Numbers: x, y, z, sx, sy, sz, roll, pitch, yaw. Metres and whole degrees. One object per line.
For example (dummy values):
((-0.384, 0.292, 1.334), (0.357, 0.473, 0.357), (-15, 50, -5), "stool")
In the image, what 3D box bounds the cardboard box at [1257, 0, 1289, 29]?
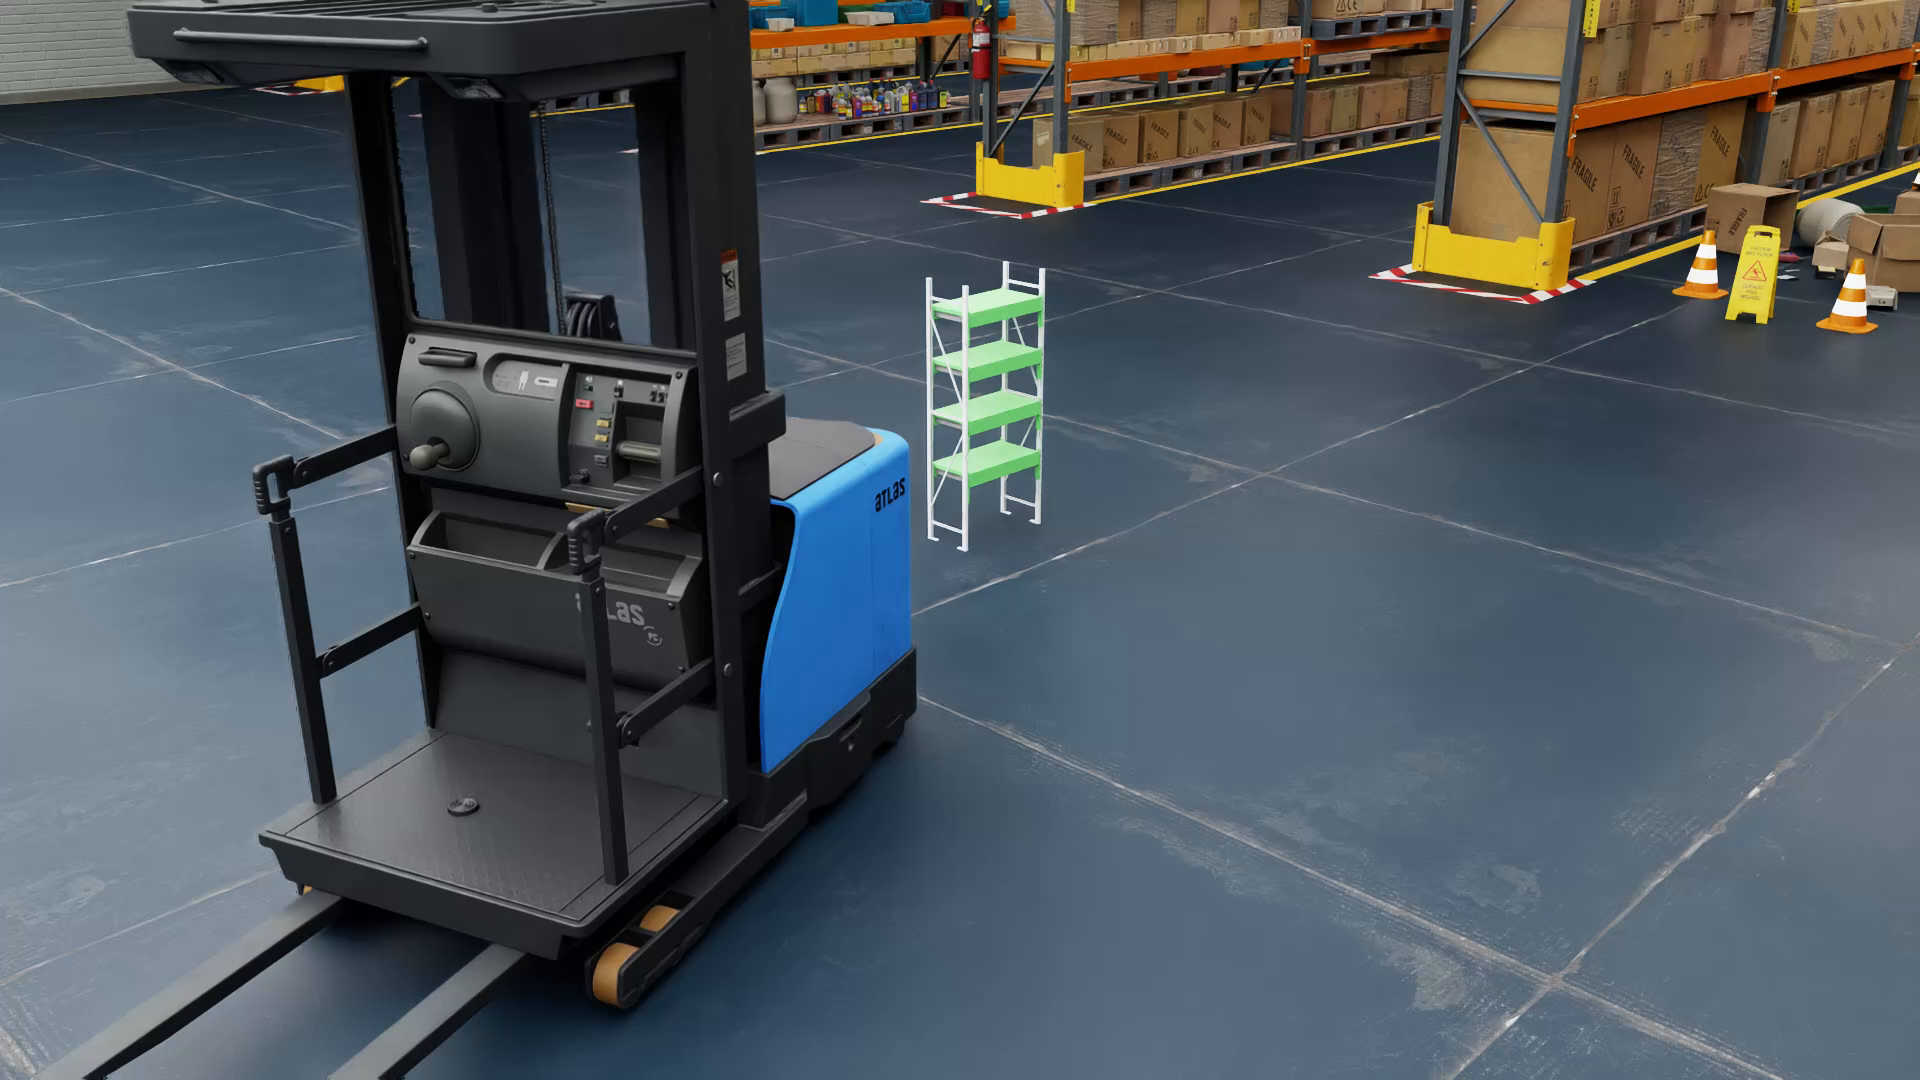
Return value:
((3.051, -5.828, 18.004), (0.875, 0.500, 0.500), (19, 28, 41), "cardboard box")

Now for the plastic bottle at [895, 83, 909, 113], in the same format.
((-0.741, -5.582, 20.995), (0.144, 0.351, 0.185), (19, 28, 40), "plastic bottle")

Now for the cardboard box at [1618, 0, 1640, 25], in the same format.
((4.707, -4.272, 12.793), (0.875, 0.550, 0.550), (19, 28, 41), "cardboard box")

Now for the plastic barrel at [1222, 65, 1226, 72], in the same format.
((4.098, -7.634, 26.136), (0.421, 0.512, 0.421), (0, 21, 0), "plastic barrel")

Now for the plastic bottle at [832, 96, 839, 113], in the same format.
((-1.568, -5.503, 20.997), (0.097, 0.201, 0.097), (0, 21, 0), "plastic bottle")

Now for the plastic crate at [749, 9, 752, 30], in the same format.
((-2.795, -6.089, 19.442), (0.499, 0.251, 0.616), (19, 28, 41), "plastic crate")

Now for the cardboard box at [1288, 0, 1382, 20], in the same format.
((4.064, -6.388, 18.593), (1.000, 1.000, 1.000), (19, 28, 41), "cardboard box")

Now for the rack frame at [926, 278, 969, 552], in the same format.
((-0.055, -0.540, 7.307), (0.240, 1.200, 0.015), (19, 28, 41), "rack frame")

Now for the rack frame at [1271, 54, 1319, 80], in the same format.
((5.442, -9.039, 26.911), (1.000, 3.000, 0.127), (19, 28, 41), "rack frame")

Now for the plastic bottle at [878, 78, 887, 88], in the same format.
((-0.999, -5.848, 21.688), (0.185, 0.351, 0.144), (-19, 28, -41), "plastic bottle")

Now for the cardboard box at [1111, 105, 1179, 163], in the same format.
((1.910, -4.219, 17.269), (0.500, 0.500, 0.500), (-17, 27, -37), "cardboard box")

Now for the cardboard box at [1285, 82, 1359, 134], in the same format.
((4.200, -5.052, 19.409), (0.700, 0.500, 0.500), (19, 28, 40), "cardboard box")

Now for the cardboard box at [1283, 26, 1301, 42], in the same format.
((3.470, -5.497, 18.046), (0.380, 0.149, 0.250), (19, 28, 41), "cardboard box")

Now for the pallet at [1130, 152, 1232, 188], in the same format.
((2.115, -3.945, 17.544), (1.003, 0.211, 1.213), (19, 28, 41), "pallet")

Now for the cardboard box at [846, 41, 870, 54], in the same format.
((-1.796, -7.965, 26.583), (0.500, 0.311, 0.500), (19, 28, 40), "cardboard box")

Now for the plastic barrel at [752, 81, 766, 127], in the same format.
((-2.525, -5.178, 19.747), (0.421, 0.512, 0.421), (0, 21, 0), "plastic barrel")

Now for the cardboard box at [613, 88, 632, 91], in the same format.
((-4.895, -6.575, 23.748), (0.500, 0.250, 0.500), (19, 28, 41), "cardboard box")

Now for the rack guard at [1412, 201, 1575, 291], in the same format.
((4.086, -2.275, 12.796), (1.175, 0.500, 0.348), (19, 28, 41), "rack guard")

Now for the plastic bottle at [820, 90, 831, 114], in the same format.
((-1.690, -5.505, 20.890), (0.061, 0.283, 0.133), (19, 28, 41), "plastic bottle")

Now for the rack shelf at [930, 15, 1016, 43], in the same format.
((1.256, -7.161, 23.028), (1.077, 0.370, 4.000), (19, 28, 41), "rack shelf")

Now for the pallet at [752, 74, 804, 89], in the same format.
((-3.199, -7.121, 25.807), (1.003, 0.211, 1.213), (19, 28, 41), "pallet")

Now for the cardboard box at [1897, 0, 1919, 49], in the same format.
((9.562, -5.368, 17.219), (0.500, 0.500, 0.500), (19, 28, 41), "cardboard box")

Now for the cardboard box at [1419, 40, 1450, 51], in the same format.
((6.696, -6.148, 21.765), (1.225, 0.875, 0.875), (18, 27, 38), "cardboard box")

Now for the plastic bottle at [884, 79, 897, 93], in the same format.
((-0.896, -5.812, 21.594), (0.144, 0.351, 0.185), (19, 28, 41), "plastic bottle")

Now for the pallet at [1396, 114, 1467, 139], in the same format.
((5.654, -5.269, 20.989), (1.003, 0.211, 1.213), (19, 28, 41), "pallet")

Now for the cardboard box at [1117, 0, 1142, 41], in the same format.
((1.285, -5.194, 16.352), (0.875, 0.500, 0.500), (19, 28, 41), "cardboard box")

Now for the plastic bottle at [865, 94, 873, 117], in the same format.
((-1.132, -5.388, 20.602), (0.097, 0.271, 0.097), (0, 21, 0), "plastic bottle")

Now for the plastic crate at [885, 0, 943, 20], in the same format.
((-0.595, -6.851, 21.305), (0.767, 0.338, 0.504), (19, 28, 41), "plastic crate")

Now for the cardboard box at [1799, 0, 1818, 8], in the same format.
((7.592, -5.251, 15.522), (0.700, 0.500, 0.500), (19, 28, 40), "cardboard box")

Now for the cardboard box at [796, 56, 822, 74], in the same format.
((-2.510, -7.443, 26.004), (0.500, 0.250, 0.500), (18, 28, 39), "cardboard box")

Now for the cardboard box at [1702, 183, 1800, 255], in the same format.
((6.545, -2.654, 13.780), (0.500, 0.500, 0.500), (-14, 25, -33), "cardboard box")

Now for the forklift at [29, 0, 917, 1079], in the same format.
((-1.224, -0.315, 4.309), (1.130, 2.935, 3.031), (9, 23, 23), "forklift")

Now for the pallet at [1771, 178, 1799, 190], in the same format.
((7.377, -3.391, 16.104), (1.003, 0.211, 1.213), (19, 28, 41), "pallet")

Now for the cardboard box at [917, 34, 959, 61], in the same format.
((-0.373, -8.336, 27.952), (0.500, 0.500, 0.500), (-19, 28, -40), "cardboard box")

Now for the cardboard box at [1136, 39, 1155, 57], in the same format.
((1.701, -4.863, 16.396), (0.380, 0.149, 0.250), (19, 28, 41), "cardboard box")

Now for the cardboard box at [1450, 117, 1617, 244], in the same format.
((4.528, -2.843, 13.166), (0.875, 0.875, 0.875), (19, 28, 41), "cardboard box")

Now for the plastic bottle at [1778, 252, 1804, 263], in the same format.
((6.657, -2.285, 13.435), (0.283, 0.061, 0.133), (9, 23, 23), "plastic bottle")

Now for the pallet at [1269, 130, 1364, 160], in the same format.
((3.952, -4.642, 19.358), (1.003, 0.211, 1.213), (19, 28, 41), "pallet")

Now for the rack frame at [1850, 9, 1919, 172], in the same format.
((9.683, -5.504, 17.714), (1.000, 3.000, 0.127), (19, 28, 41), "rack frame")

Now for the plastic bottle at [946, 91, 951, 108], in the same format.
((-0.169, -5.711, 21.538), (0.097, 0.201, 0.097), (0, 21, 0), "plastic bottle")

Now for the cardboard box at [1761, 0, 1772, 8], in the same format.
((6.611, -4.964, 14.593), (0.875, 0.550, 0.550), (19, 28, 41), "cardboard box")

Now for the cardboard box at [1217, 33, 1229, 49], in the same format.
((2.563, -5.188, 17.242), (0.380, 0.149, 0.250), (19, 28, 41), "cardboard box")

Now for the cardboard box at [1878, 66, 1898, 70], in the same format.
((10.317, -5.257, 18.925), (0.500, 0.250, 0.500), (-20, 28, -41), "cardboard box")

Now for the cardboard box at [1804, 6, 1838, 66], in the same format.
((7.804, -4.720, 15.535), (0.500, 0.500, 0.500), (20, 28, 41), "cardboard box")

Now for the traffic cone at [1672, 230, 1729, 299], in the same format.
((5.490, -2.045, 12.249), (0.336, 0.463, 0.334), (19, 28, 41), "traffic cone")

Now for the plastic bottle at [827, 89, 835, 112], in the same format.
((-1.670, -5.564, 21.053), (0.152, 0.276, 0.135), (18, 28, 39), "plastic bottle")

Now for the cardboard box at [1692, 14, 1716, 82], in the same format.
((5.816, -4.192, 14.090), (0.875, 0.550, 0.550), (19, 28, 41), "cardboard box")

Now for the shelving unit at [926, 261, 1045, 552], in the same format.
((0.115, -0.603, 7.470), (0.258, 1.200, 0.503), (19, 28, 41), "shelving unit")

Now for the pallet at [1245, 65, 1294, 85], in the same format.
((4.874, -7.550, 26.923), (1.003, 0.211, 1.213), (19, 28, 41), "pallet")

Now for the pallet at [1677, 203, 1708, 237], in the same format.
((6.306, -2.998, 15.081), (1.003, 0.211, 1.213), (19, 28, 41), "pallet")

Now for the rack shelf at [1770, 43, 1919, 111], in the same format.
((8.288, -4.654, 16.505), (1.077, 0.370, 4.000), (19, 28, 41), "rack shelf")
